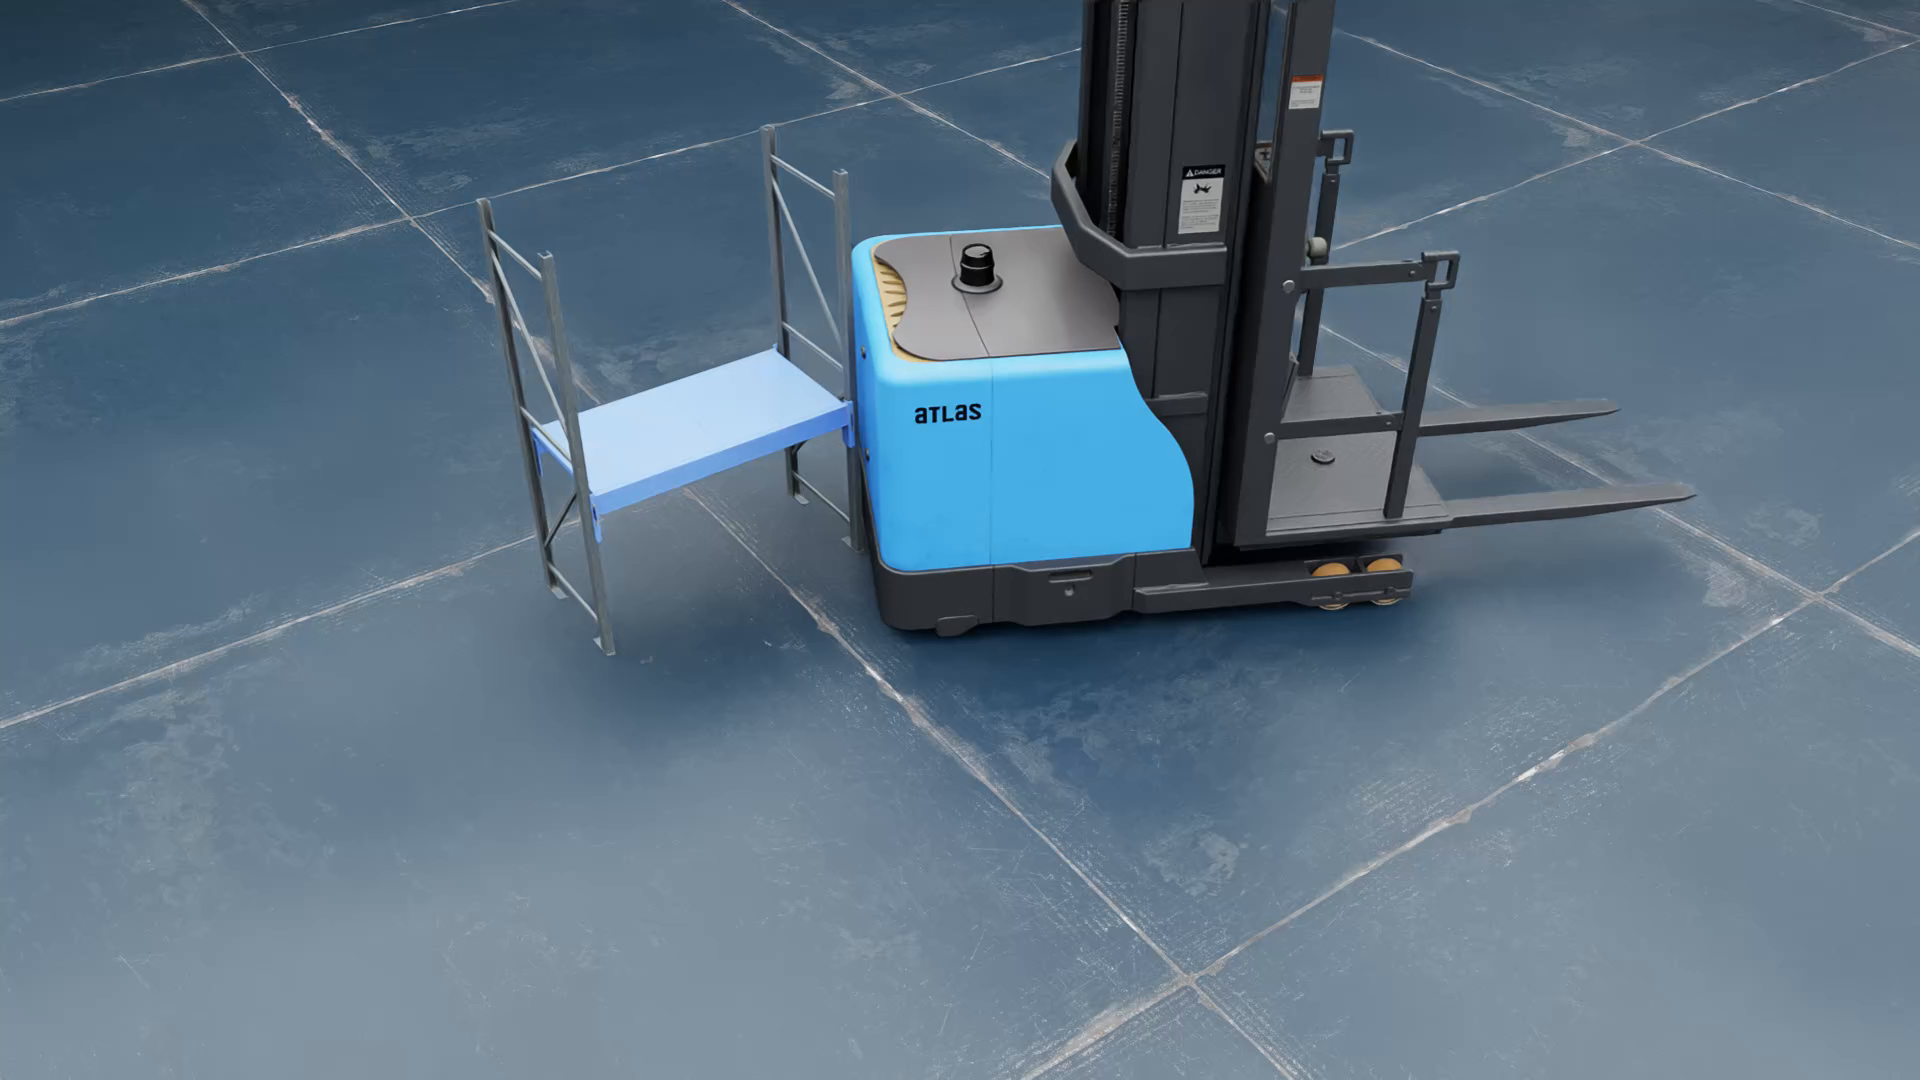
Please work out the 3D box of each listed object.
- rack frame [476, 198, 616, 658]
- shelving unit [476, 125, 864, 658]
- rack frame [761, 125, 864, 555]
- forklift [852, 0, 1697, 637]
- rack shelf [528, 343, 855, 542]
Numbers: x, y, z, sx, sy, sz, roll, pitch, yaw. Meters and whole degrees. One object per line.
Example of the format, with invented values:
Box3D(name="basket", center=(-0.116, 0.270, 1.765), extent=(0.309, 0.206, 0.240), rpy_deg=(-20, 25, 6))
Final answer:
Box3D(name="rack frame", center=(-1.340, -0.330, 5.424), extent=(0.032, 1.500, 0.500), rpy_deg=(-23, 42, -28))
Box3D(name="shelving unit", center=(-0.927, -0.504, 5.666), extent=(1.048, 1.500, 0.538), rpy_deg=(-23, 42, -28))
Box3D(name="rack frame", center=(-0.515, -0.678, 5.908), extent=(0.032, 1.500, 0.500), rpy_deg=(-23, 42, -28))
Box3D(name="forklift", center=(1.162, -1.243, 5.469), extent=(3.031, 2.935, 1.130), rpy_deg=(-5, 36, -7))
Box3D(name="rack shelf", center=(-0.927, -0.358, 5.771), extent=(1.000, 0.185, 0.538), rpy_deg=(-23, 42, -28))
